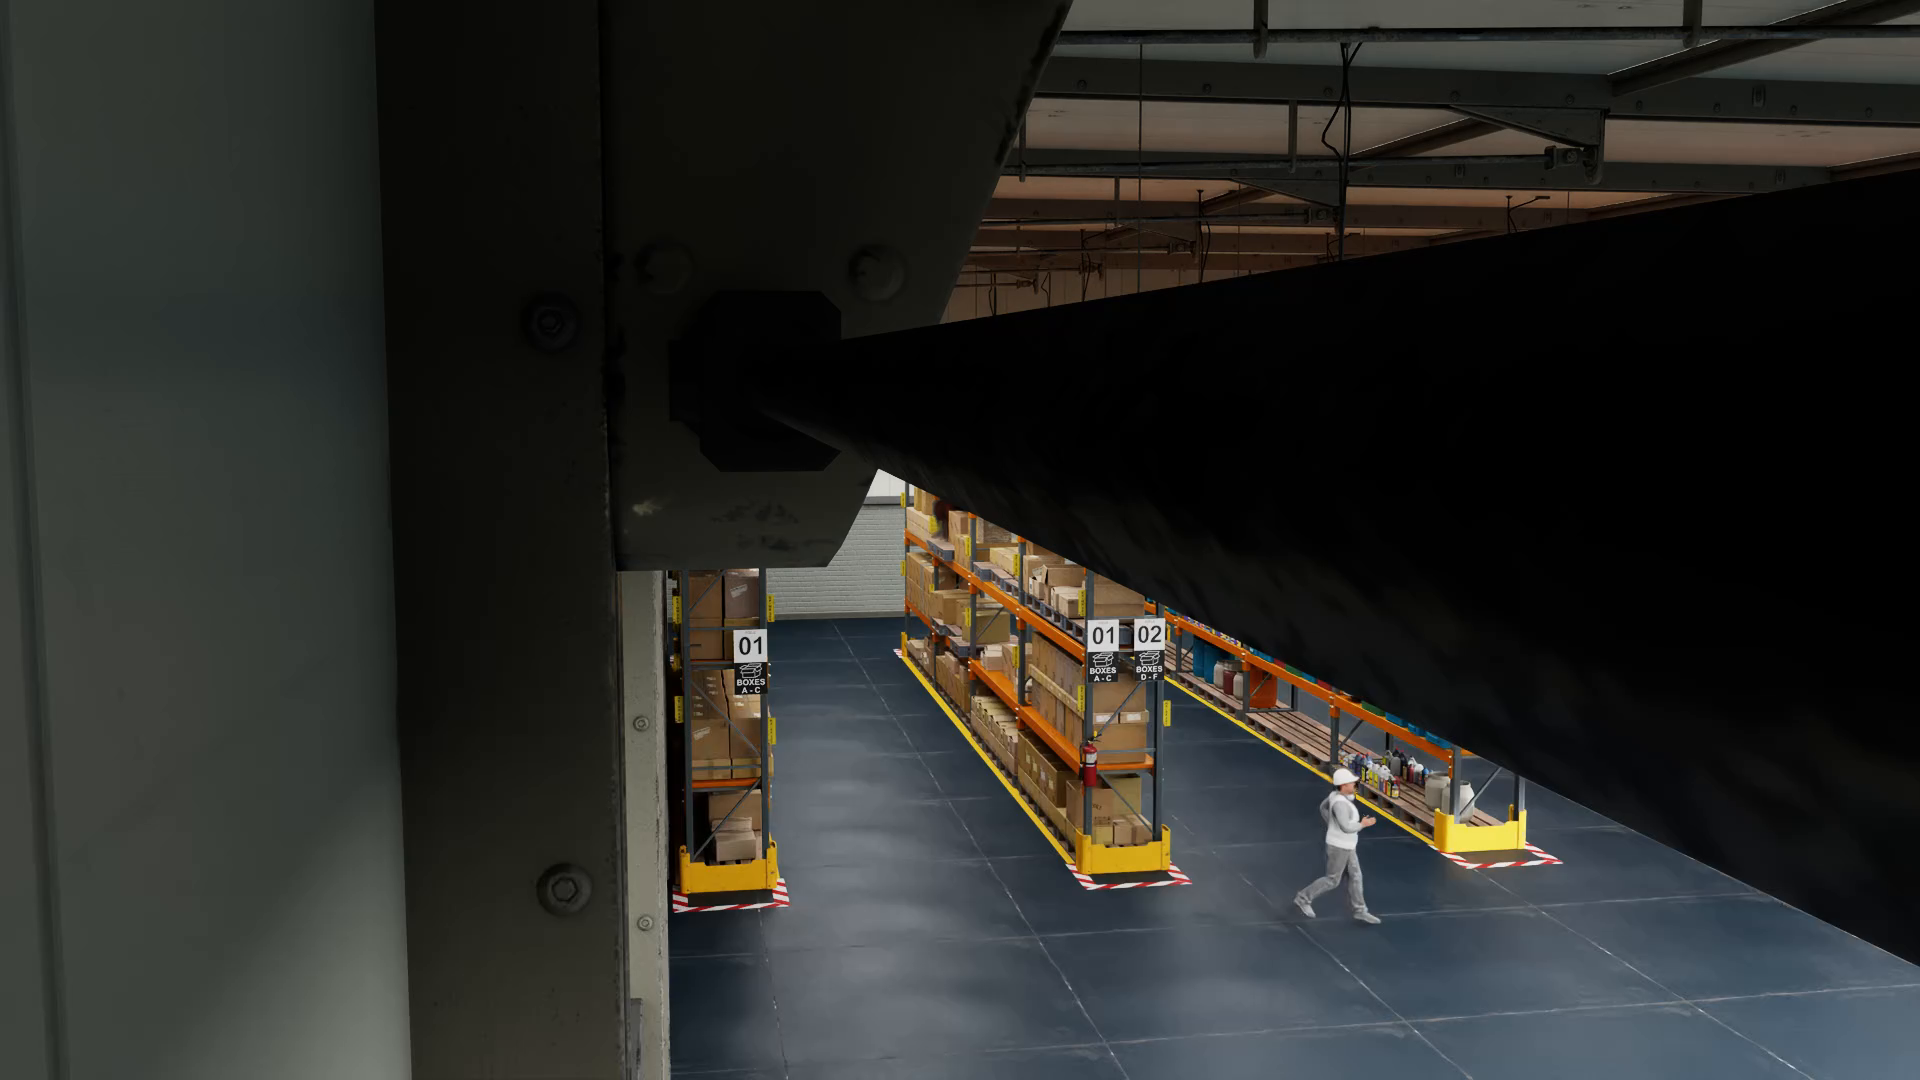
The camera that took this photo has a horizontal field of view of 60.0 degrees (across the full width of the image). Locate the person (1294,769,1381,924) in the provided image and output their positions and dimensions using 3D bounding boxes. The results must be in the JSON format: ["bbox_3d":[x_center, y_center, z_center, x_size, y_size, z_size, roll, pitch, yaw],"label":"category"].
[{"bbox_3d":[4.300,3.464,18.878,0.969,1.768,0.652,2,6,15],"label":"person"}]
